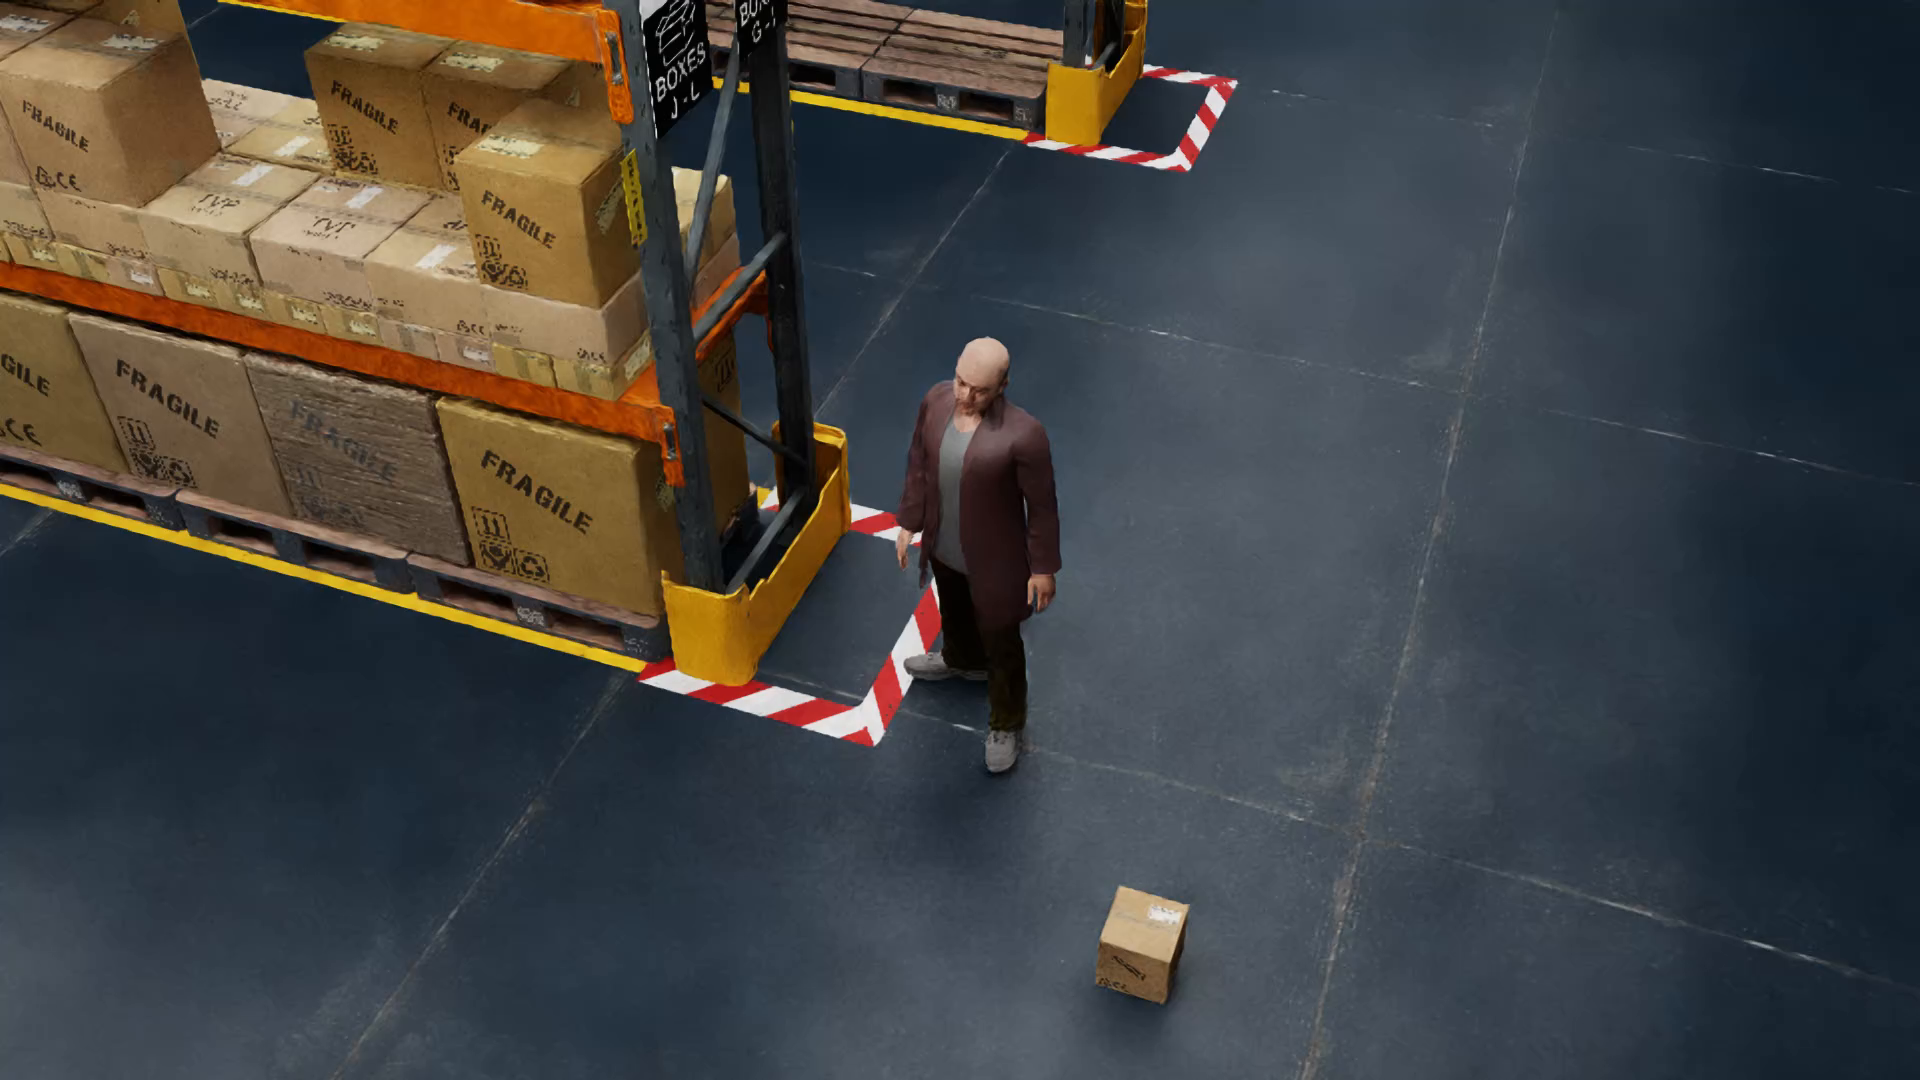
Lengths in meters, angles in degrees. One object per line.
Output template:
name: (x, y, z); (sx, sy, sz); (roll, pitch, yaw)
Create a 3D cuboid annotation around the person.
person: (0.050, 0.009, 6.126); (0.718, 1.785, 0.431); (31, 50, 31)
